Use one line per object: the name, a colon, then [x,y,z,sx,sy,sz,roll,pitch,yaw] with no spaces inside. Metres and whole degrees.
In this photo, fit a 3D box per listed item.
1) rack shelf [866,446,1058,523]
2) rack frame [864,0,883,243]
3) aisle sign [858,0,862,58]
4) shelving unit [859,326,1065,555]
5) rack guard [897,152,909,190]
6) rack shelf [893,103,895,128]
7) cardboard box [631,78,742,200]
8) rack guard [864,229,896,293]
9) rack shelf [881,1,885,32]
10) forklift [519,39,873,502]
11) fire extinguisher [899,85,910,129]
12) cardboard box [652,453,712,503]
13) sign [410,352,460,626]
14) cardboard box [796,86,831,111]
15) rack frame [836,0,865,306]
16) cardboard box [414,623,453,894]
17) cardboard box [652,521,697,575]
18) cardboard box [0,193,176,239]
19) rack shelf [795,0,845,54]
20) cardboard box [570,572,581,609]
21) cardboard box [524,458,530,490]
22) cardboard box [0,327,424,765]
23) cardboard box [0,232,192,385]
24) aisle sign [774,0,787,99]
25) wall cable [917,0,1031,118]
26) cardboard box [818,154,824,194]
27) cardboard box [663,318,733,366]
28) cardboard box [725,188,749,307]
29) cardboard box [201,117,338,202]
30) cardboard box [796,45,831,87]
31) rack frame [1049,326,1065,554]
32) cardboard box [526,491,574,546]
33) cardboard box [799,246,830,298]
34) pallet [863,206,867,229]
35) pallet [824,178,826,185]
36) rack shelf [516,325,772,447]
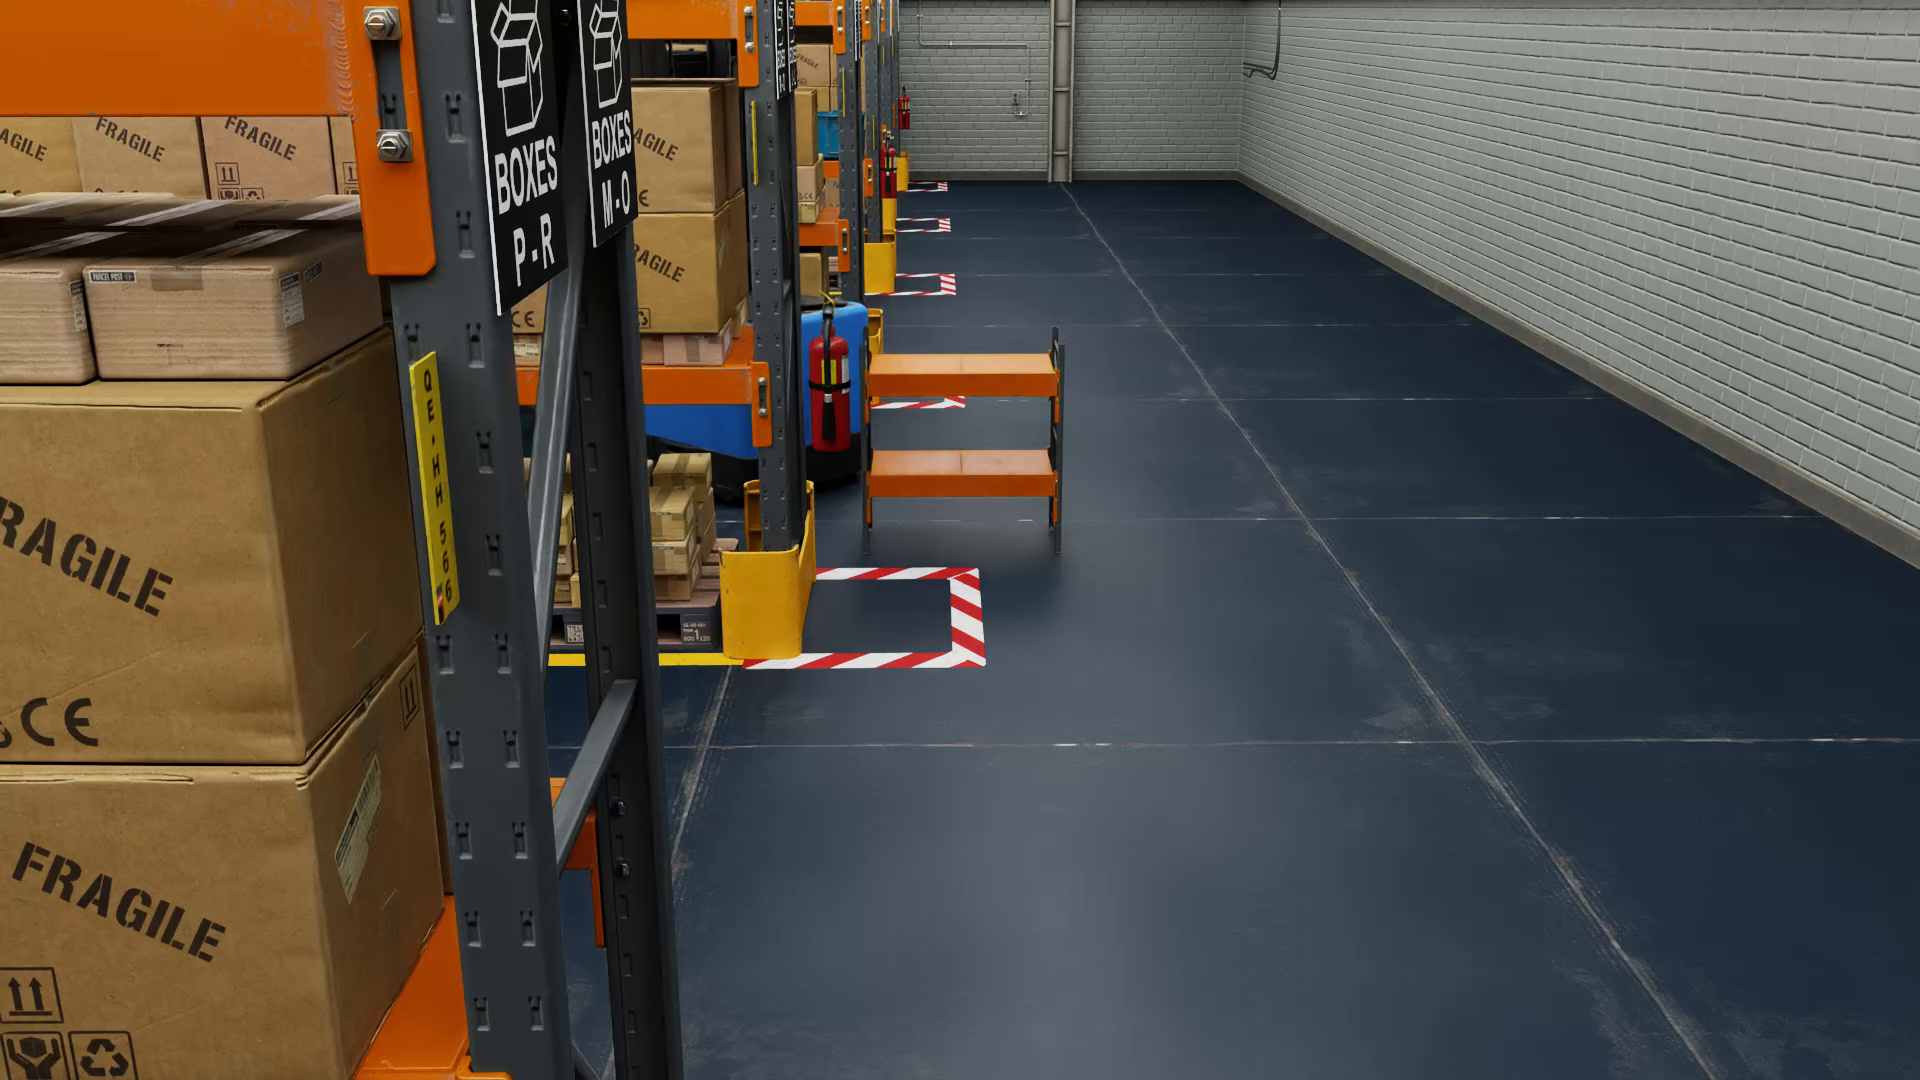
rack shelf: [0.007,-0.303,8.951,1.000,0.278,0.538,0,18,-1]
rack frame: [-0.874,-4.104,16.930,0.127,3.000,1.000,0,18,-1]
aisle sign: [-0.729,-3.921,12.104,0.004,0.787,0.394,0,18,-1]
shelving unit: [0.007,-0.536,8.876,1.048,1.125,0.538,0,18,-1]
rack guard: [-1.007,-5.940,26.745,0.348,0.500,1.175,0,18,-1]
rack shelf: [-3.031,-6.778,26.442,4.000,0.370,1.077,0,18,-1]
cardboard box: [-1.272,-1.820,7.523,0.500,0.500,0.500,0,18,-1]
rack guard: [-0.851,-2.918,17.325,0.348,0.500,1.175,0,18,-1]
rack shelf: [-2.949,-6.693,21.268,4.000,0.370,1.077,0,18,-1]
forklift: [-1.979,-1.968,10.385,3.031,2.935,1.130,15,23,38]
fire extinguisher: [-0.873,-6.775,25.994,0.183,0.674,0.296,0,18,-1]
cardboard box: [-1.348,-0.303,8.087,0.250,0.149,0.380,-1,18,-3]
sign: [-0.645,-0.063,2.050,0.005,0.325,0.100,0,18,-1]
cardboard box: [-1.911,-5.576,21.354,0.500,0.500,0.500,0,18,0]
rack frame: [-0.796,-2.591,12.215,0.127,3.000,1.000,0,18,-1]
cardboard box: [-1.124,0.302,3.030,0.500,0.500,0.500,0,18,-1]
cardboard box: [-1.342,0.030,7.537,0.250,0.149,0.380,-1,18,-2]
cardboard box: [-1.522,-0.491,2.804,0.250,0.149,0.380,0,18,1]
rack shelf: [-2.796,-3.667,11.836,4.000,0.370,1.077,0,18,-1]
cardboard box: [-1.598,0.180,7.555,0.250,0.149,0.380,0,18,1]
cardboard box: [-2.123,-0.276,8.004,0.250,0.149,0.380,-1,18,-4]
cardboard box: [-1.118,-0.013,2.378,0.500,0.500,0.500,0,18,1]
cardboard box: [-1.249,-0.326,2.290,0.250,0.149,0.380,0,18,0]
aisle sign: [-0.741,-2.222,6.809,0.004,0.787,0.394,0,18,-1]
wall cable: [0.235,-7.909,27.127,1.851,1.984,0.084,0,18,-1]
cardboard box: [-1.280,-2.742,12.442,0.500,0.250,0.500,-1,18,-2]
cardboard box: [-1.141,-0.868,7.255,0.250,0.149,0.380,0,18,-1]
cardboard box: [-1.272,-1.347,7.686,0.500,0.500,0.500,1,18,2]
cardboard box: [-2.828,-1.652,6.999,0.500,0.500,0.500,-1,18,-3]
cardboard box: [-1.895,-6.052,21.202,0.500,0.500,0.500,0,18,1]
rack frame: [0.515,-0.538,8.884,0.032,1.125,0.500,0,18,-1]
cardboard box: [-1.853,-0.098,7.448,0.250,0.149,0.380,-1,18,-2]
cardboard box: [-1.435,-1.752,12.389,0.875,0.875,0.875,0,18,-1]
pallet: [-1.822,-4.284,22.058,1.213,0.211,1.003,0,18,-1]
pallet: [-1.829,-5.774,26.702,1.213,0.211,1.003,0,18,-1]
rack shelf: [-2.819,-0.724,7.571,4.000,0.370,1.077,0,18,-1]
